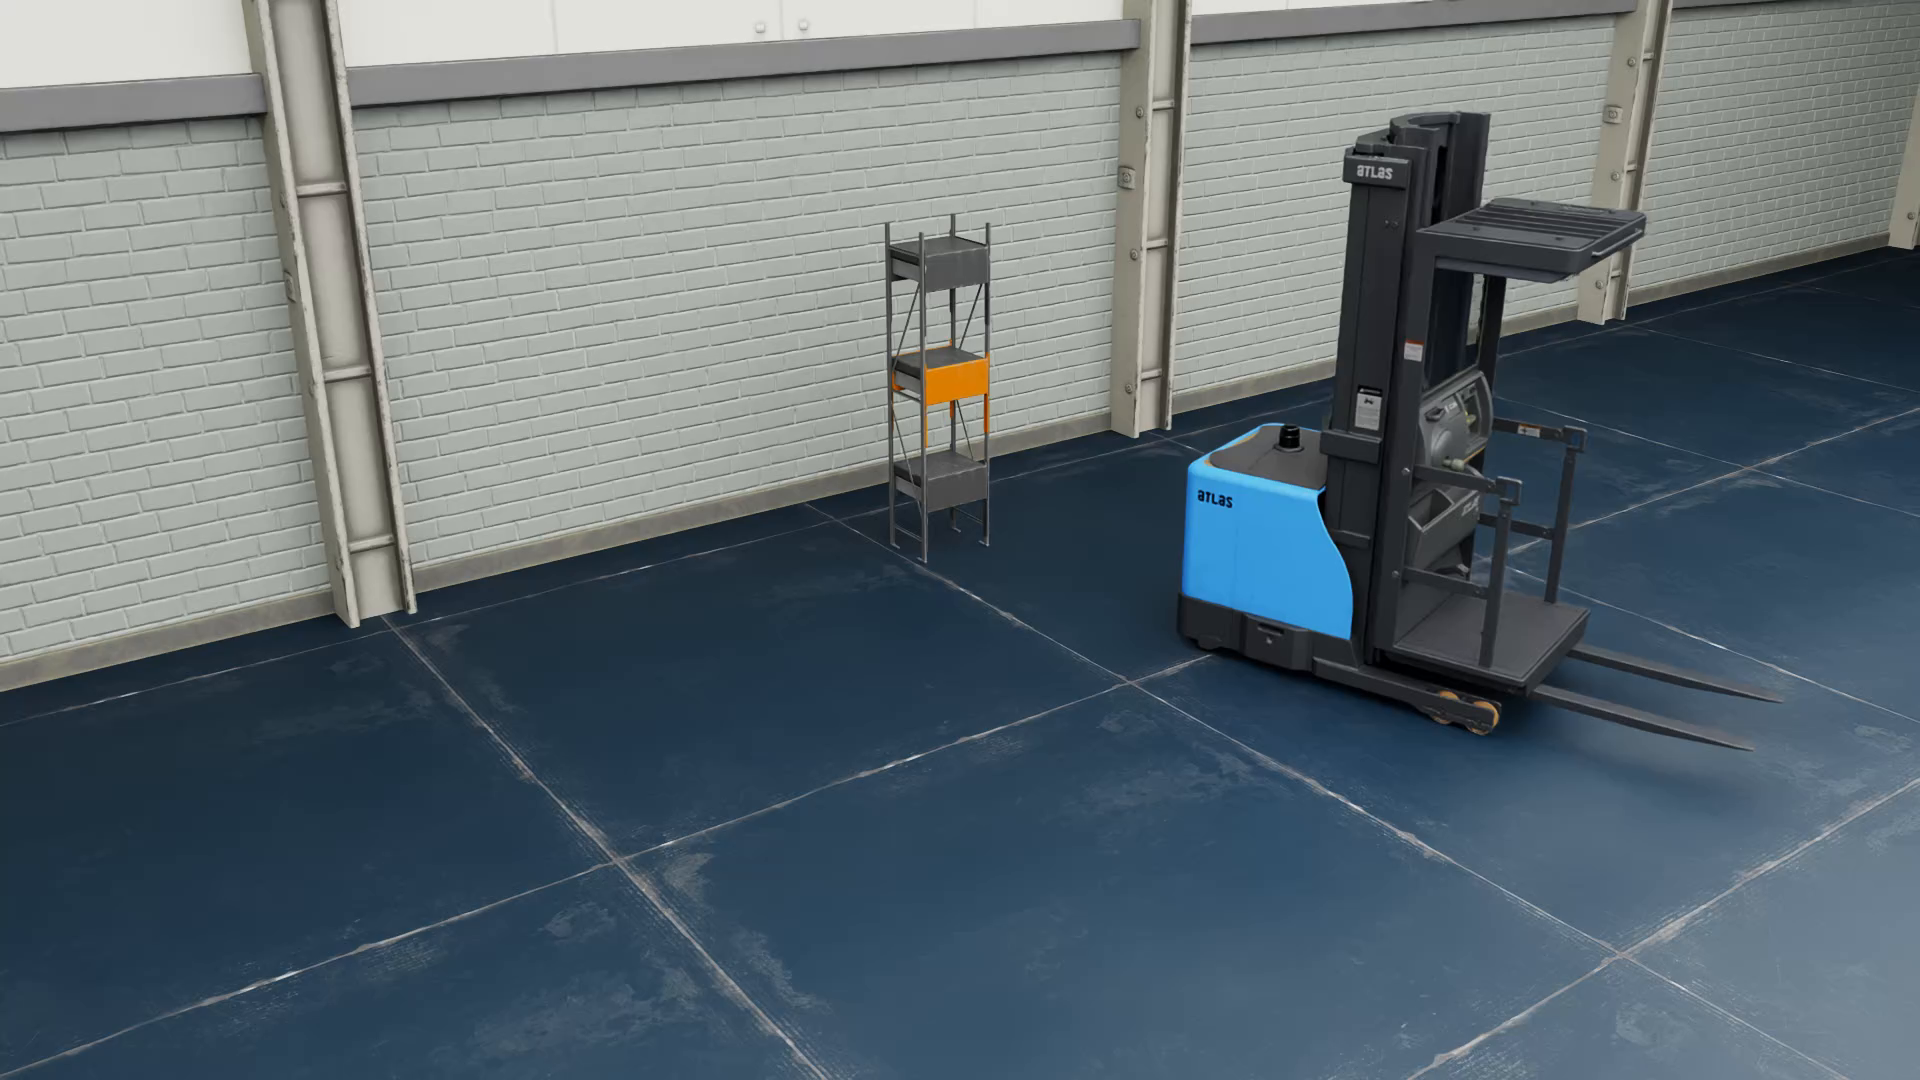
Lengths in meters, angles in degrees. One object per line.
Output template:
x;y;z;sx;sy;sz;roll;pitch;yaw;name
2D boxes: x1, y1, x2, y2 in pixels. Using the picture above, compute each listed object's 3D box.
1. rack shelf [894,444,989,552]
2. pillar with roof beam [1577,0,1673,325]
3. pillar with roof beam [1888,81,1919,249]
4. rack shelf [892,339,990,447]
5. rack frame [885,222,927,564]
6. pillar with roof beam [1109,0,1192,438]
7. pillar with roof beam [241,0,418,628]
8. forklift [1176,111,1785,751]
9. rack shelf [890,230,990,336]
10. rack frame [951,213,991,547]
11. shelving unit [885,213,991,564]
-0.134;-0.277;10.682;0.480;0.518;0.431;-15;26;-33;rack shelf
8.801;-5.060;11.435;0.400;9.000;9.100;-15;26;-33;pillar with roof beam
13.671;-6.358;14.689;0.400;9.000;9.100;-15;26;-33;pillar with roof beam
-0.134;-0.927;10.422;0.480;0.518;0.431;-15;26;-33;rack shelf
-0.332;-0.887;10.285;0.015;2.100;0.400;-15;26;-33;rack frame
3.930;-3.761;8.180;0.400;9.000;9.100;-15;26;-33;pillar with roof beam
-0.940;-2.462;4.925;0.400;9.000;9.100;-15;26;-33;pillar with roof beam
2.714;-0.599;8.442;3.031;2.935;1.130;15;26;34;forklift
-0.134;-1.577;10.163;0.480;0.518;0.431;-15;26;-33;rack shelf
0.064;-0.992;10.550;0.015;2.100;0.400;-15;26;-33;rack frame
-0.134;-0.939;10.417;0.503;2.100;0.431;-15;26;-33;shelving unit
